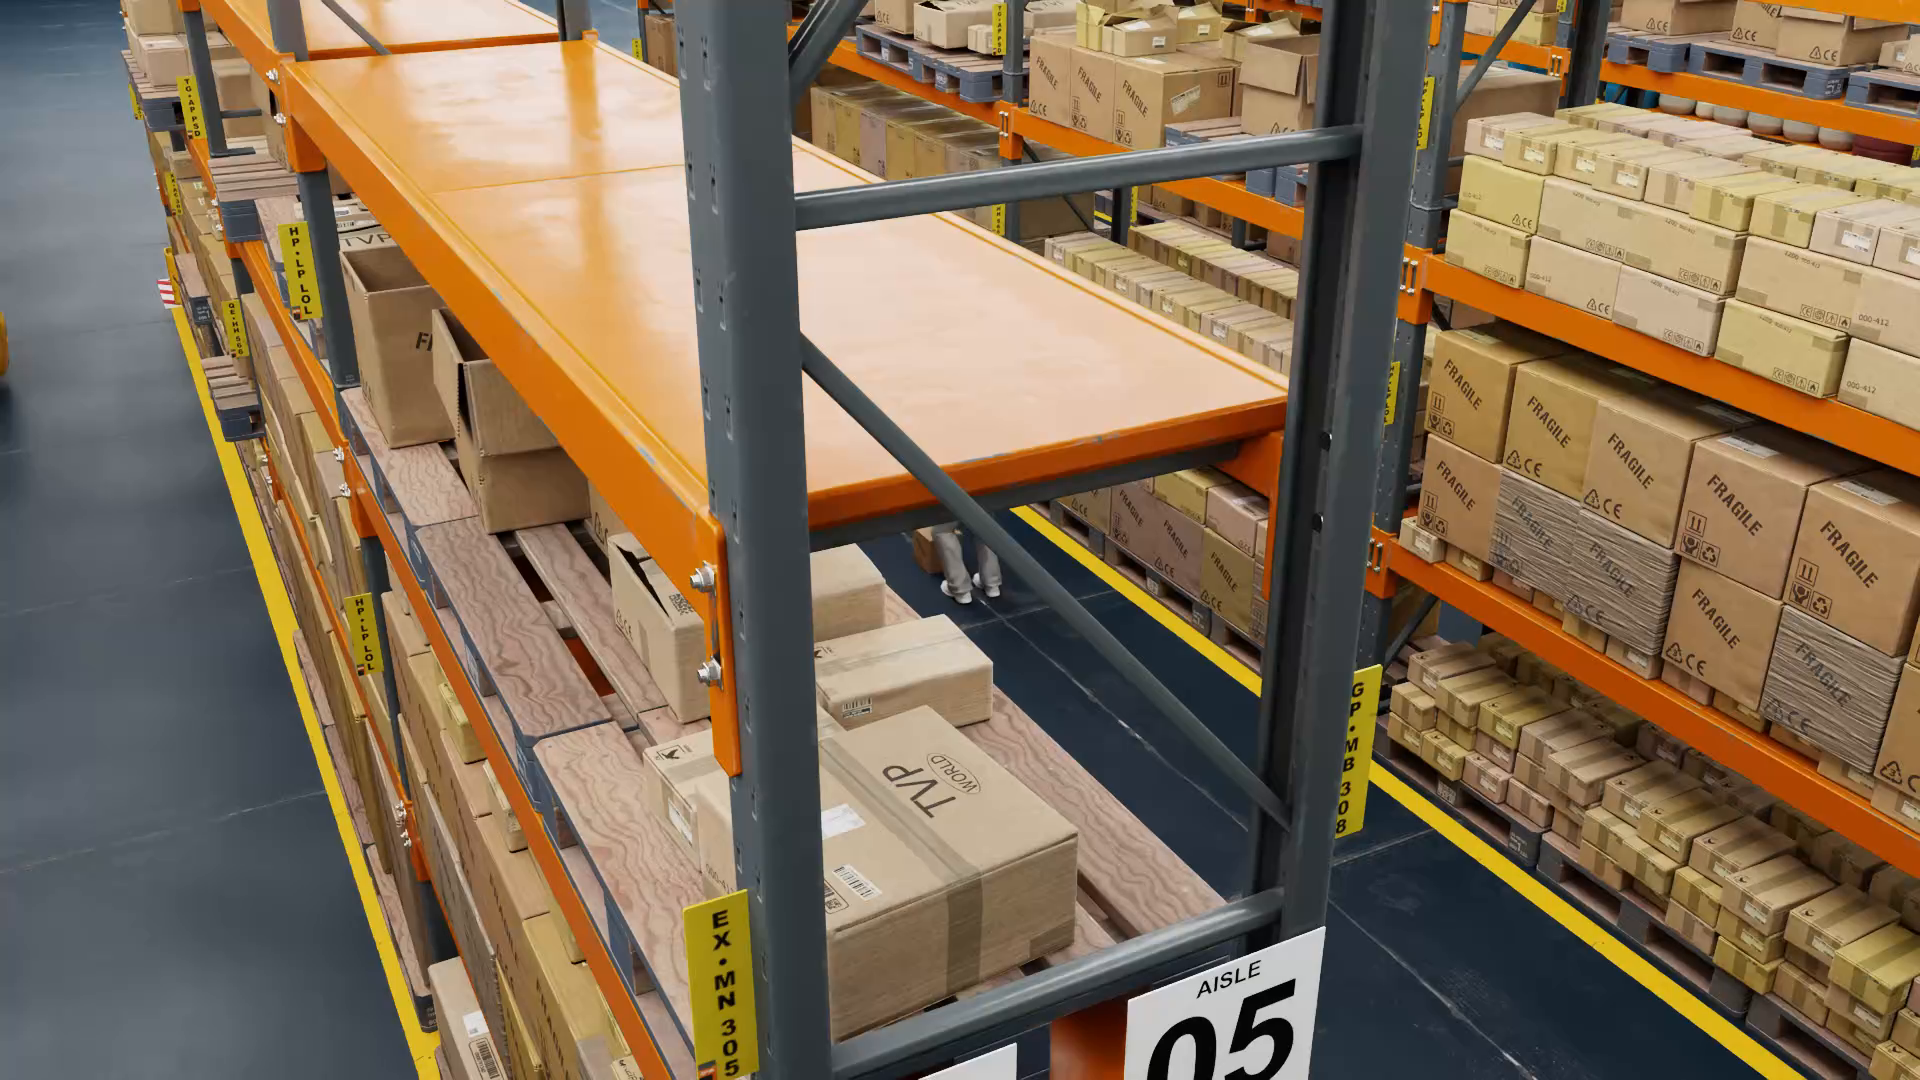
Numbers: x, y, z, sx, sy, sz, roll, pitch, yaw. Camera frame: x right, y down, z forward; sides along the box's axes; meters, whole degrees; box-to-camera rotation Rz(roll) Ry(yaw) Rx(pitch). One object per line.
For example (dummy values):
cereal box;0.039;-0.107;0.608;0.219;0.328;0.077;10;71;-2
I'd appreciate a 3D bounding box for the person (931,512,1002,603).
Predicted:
person;0.036;-0.359;10.526;0.478;1.556;0.489;-12;28;-24
